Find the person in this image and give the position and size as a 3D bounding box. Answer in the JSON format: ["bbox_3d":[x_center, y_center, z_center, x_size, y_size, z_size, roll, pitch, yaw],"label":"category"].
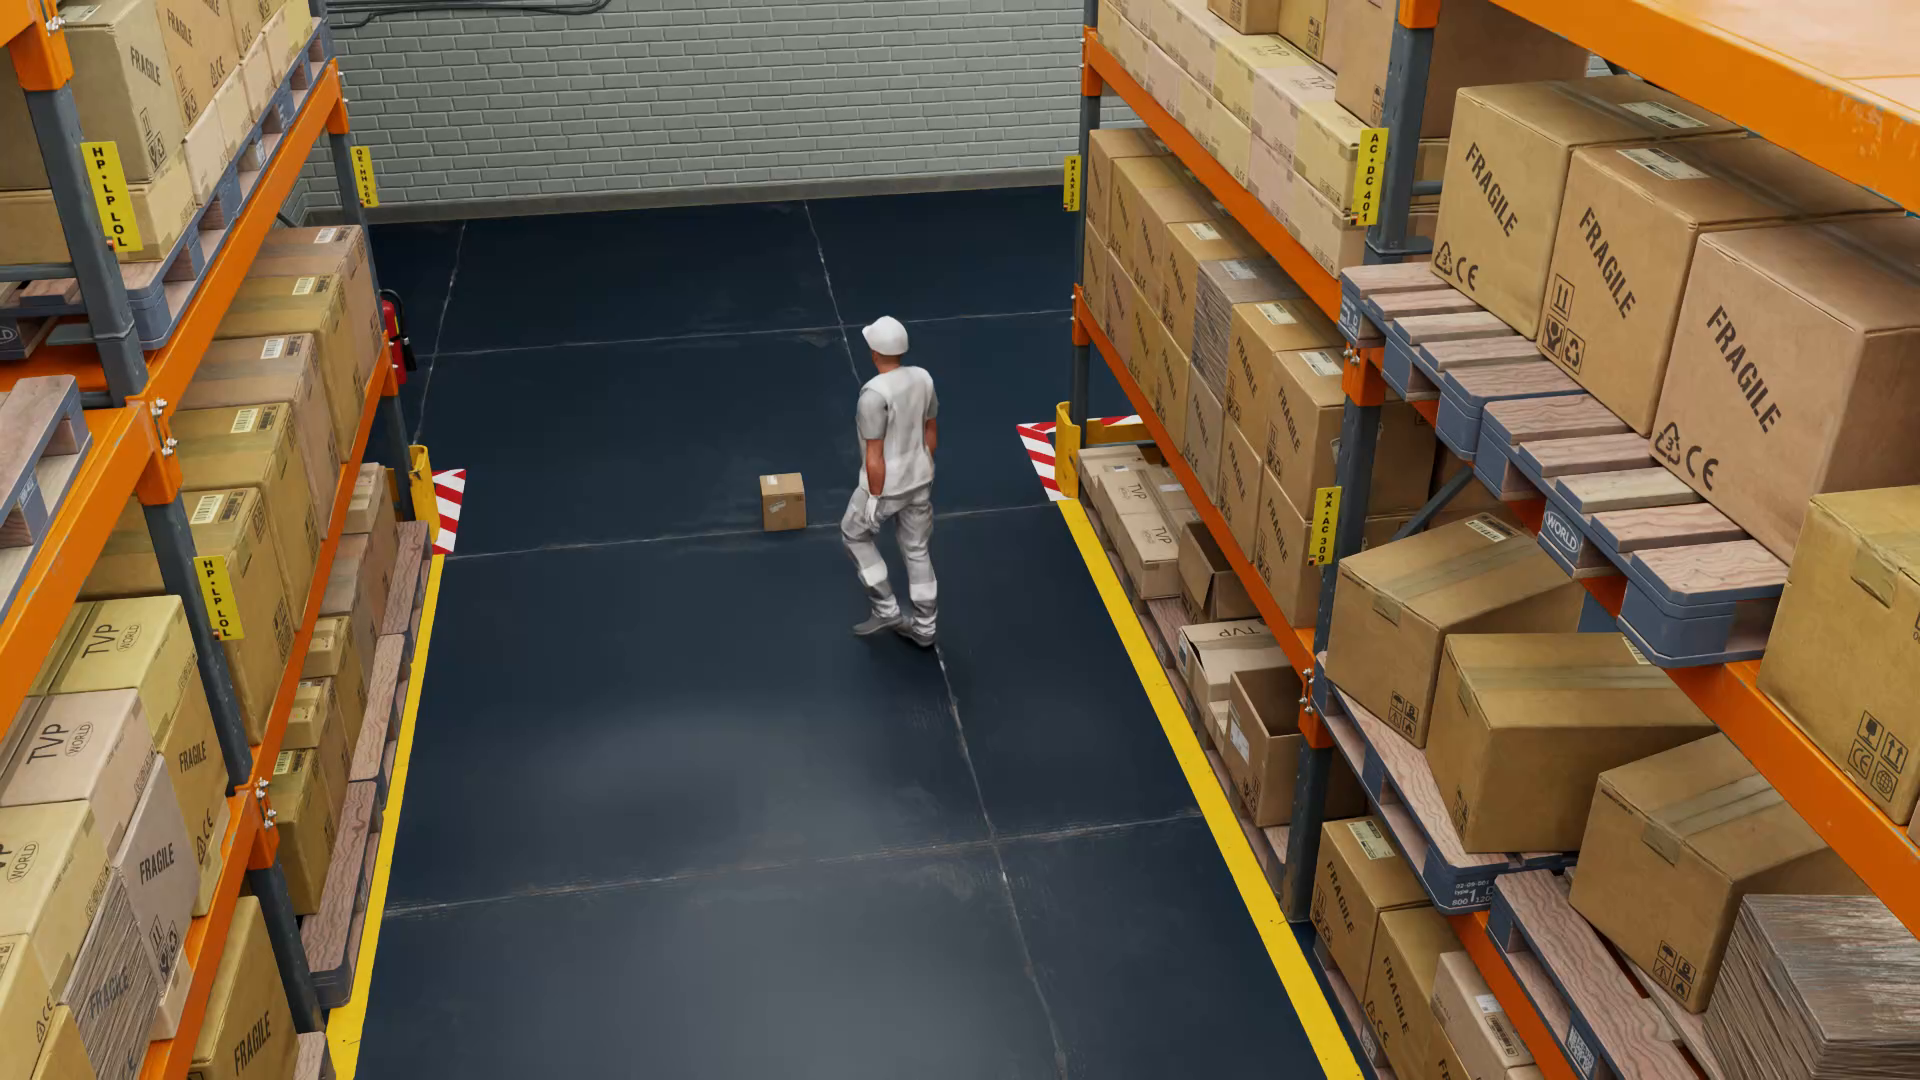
[{"bbox_3d":[-0.325,-0.288,8.567,0.579,1.765,0.523,-25,39,-36],"label":"person"}]
